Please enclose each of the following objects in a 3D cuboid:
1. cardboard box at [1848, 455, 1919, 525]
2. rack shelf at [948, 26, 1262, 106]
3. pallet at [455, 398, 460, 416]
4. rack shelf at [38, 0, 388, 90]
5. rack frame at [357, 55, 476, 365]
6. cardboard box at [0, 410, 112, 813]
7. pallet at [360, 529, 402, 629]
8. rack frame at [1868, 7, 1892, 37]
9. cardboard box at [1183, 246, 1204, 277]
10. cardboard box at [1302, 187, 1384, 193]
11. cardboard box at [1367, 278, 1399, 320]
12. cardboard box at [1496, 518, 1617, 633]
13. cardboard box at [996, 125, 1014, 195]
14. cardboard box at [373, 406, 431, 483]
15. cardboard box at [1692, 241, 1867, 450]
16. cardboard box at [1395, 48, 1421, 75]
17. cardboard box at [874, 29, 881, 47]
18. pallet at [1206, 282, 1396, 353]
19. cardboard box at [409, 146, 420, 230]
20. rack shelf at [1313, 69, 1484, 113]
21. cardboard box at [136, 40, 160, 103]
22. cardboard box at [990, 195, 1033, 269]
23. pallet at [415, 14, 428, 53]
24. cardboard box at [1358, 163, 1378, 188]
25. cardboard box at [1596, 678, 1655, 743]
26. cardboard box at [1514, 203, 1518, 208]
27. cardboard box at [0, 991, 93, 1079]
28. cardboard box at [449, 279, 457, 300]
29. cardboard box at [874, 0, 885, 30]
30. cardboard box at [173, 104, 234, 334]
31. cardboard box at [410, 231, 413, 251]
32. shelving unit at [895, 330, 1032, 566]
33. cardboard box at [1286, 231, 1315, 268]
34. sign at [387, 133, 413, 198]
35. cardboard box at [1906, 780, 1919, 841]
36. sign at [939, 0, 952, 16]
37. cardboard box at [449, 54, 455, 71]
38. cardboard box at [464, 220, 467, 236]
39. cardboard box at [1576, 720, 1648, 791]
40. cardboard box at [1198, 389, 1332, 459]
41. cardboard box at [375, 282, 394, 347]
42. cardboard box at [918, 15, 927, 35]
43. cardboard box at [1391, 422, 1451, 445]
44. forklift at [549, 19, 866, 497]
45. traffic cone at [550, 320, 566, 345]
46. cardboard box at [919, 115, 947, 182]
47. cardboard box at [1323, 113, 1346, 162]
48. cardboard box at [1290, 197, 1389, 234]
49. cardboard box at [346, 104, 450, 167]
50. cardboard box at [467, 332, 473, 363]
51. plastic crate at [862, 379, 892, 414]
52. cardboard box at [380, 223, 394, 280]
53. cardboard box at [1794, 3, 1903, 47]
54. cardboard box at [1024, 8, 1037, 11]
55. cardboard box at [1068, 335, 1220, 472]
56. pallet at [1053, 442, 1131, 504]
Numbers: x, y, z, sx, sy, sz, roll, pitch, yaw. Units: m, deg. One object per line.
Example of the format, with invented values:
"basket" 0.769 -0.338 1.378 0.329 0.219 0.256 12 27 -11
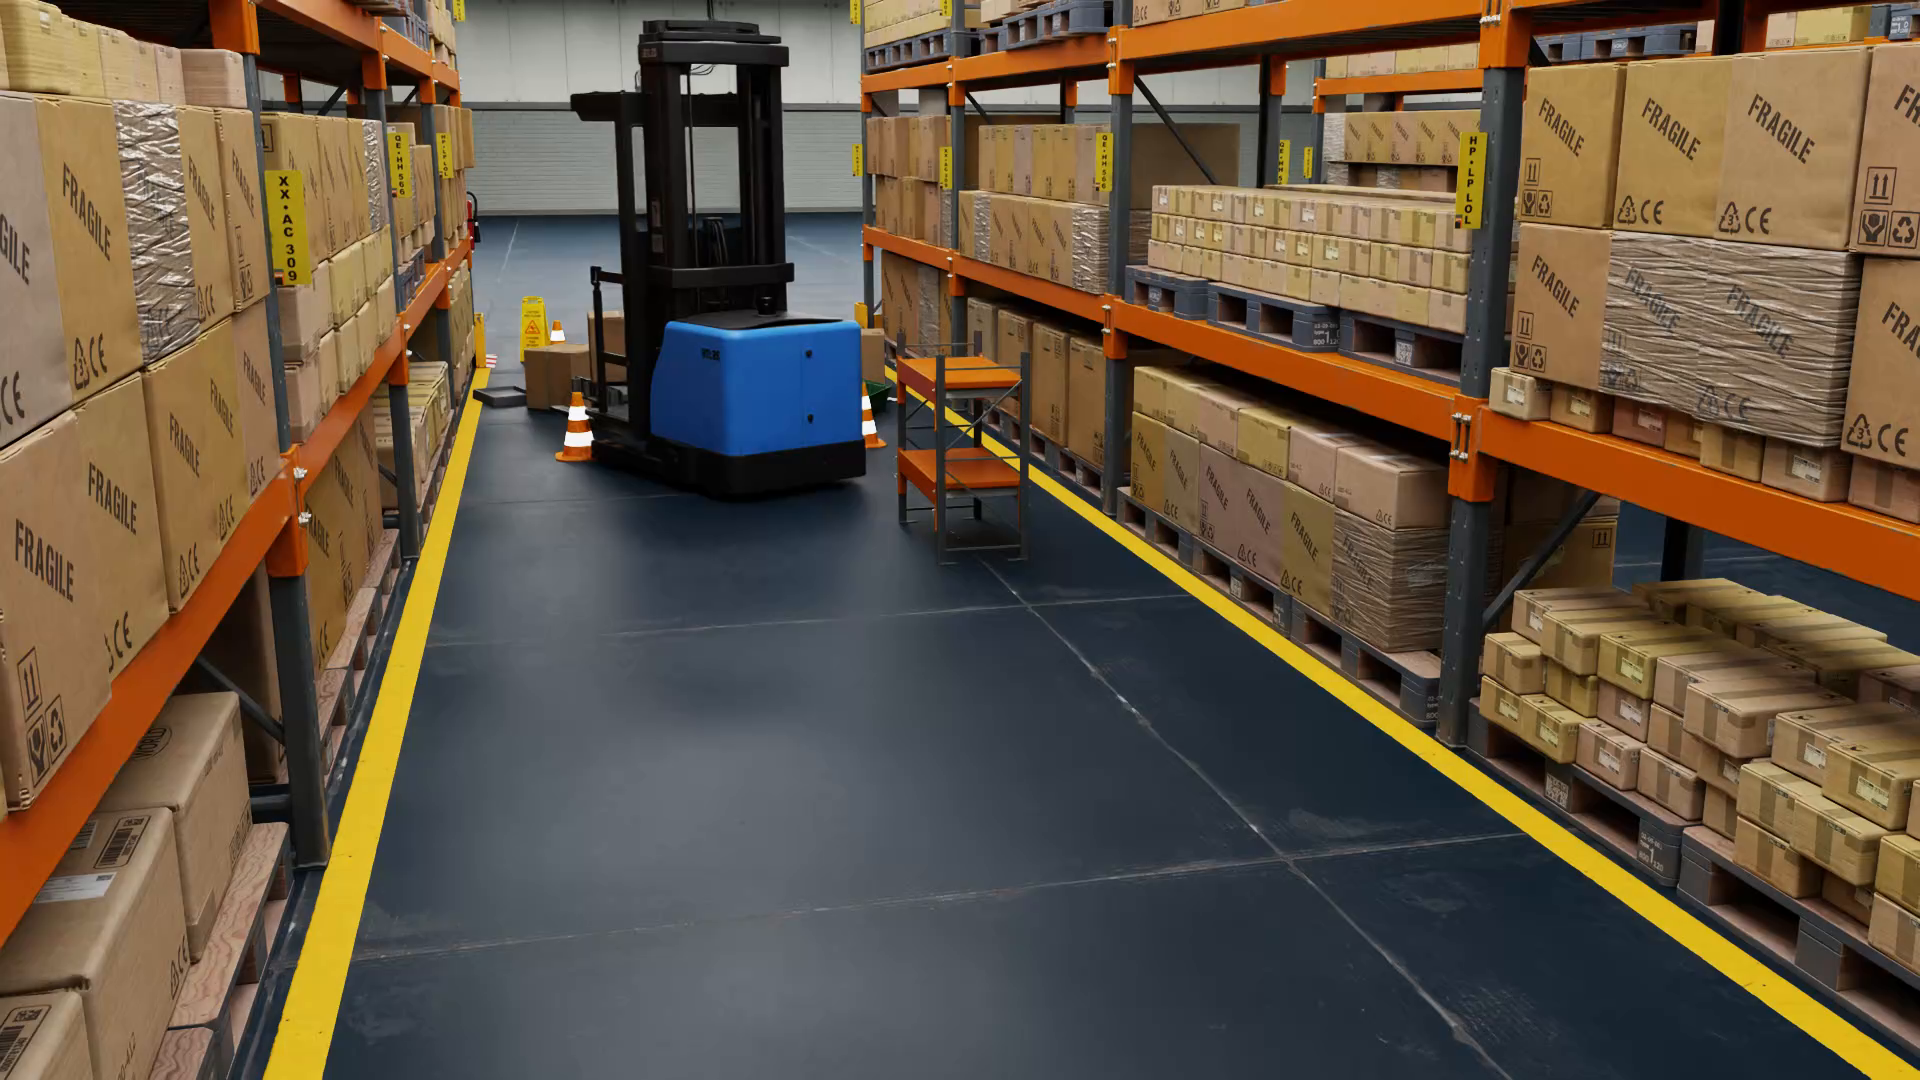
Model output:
"cardboard box" 2.518 -0.146 4.233 0.380 0.149 0.250 -3 14 -11
"rack shelf" 0.896 -3.204 11.415 1.077 0.370 4.000 -3 14 -13
"pallet" -4.554 -1.056 13.306 1.003 0.211 1.213 -3 14 -13
"rack shelf" -2.953 -1.982 6.413 1.077 0.370 4.000 -3 14 -13
"rack frame" -5.301 -3.181 16.126 1.000 3.000 0.127 -3 14 -13
"cardboard box" -1.625 0.101 2.481 0.500 0.500 0.500 -3 14 -14
"pallet" -3.310 0.205 8.142 1.003 0.211 1.213 -3 14 -13
"rack frame" 6.211 -1.888 10.833 1.000 3.000 0.127 -3 14 -13
"cardboard box" 1.401 -1.478 8.800 0.380 0.149 0.250 -3 14 -10
"cardboard box" 2.045 -1.799 8.863 0.380 0.149 0.250 -3 14 -11
"cardboard box" 1.901 -0.992 6.811 0.380 0.149 0.250 -3 14 -13
"cardboard box" 2.389 0.113 7.025 0.500 0.500 0.500 -3 14 -11
"cardboard box" 0.671 -2.859 12.491 0.700 0.500 0.500 -4 14 -14
"cardboard box" -3.726 -0.563 10.065 0.950 0.372 0.625 -4 14 -14
"cardboard box" 2.383 -0.545 4.498 0.500 0.500 0.500 -4 14 -14
"cardboard box" 4.560 -4.639 16.091 0.500 0.250 0.500 -3 14 -12
"cardboard box" -0.625 -4.854 16.089 0.380 0.149 0.250 -3 14 -13
"pallet" 1.870 -1.087 7.960 1.003 0.211 1.213 -3 14 -13
"cardboard box" -3.673 -2.207 10.417 0.500 0.500 0.500 -4 14 -15
"rack shelf" 4.801 -4.379 16.228 1.077 0.370 4.000 -3 14 -13
"cardboard box" -2.096 -1.084 3.858 0.380 0.149 0.250 -3 14 -13
"cardboard box" 0.522 -2.238 12.055 0.500 0.500 0.500 -3 14 -13
"pallet" -4.320 -3.476 11.408 1.213 0.211 1.003 -3 14 -13
"cardboard box" 4.668 -3.689 17.370 0.875 0.500 0.500 -3 14 -13
"cardboard box" 2.318 0.534 5.418 0.380 0.149 0.250 -3 14 -14
"cardboard box" 2.531 -1.322 6.911 0.380 0.149 0.250 -3 14 -13
"cardboard box" -2.019 1.194 2.735 0.875 0.438 0.875 -3 14 -12
"cardboard box" -4.209 -1.989 13.210 0.380 0.149 0.250 -3 14 -12
"cardboard box" -0.529 -5.019 15.922 0.500 0.250 0.500 -3 14 -14
"cardboard box" -1.992 -0.736 3.801 0.500 0.500 0.500 -3 14 -14
"cardboard box" -3.650 -1.878 10.439 0.380 0.149 0.250 -3 14 -11
"shelving unit" 0.002 -0.545 9.287 0.538 1.125 1.048 -3 14 -13
"cardboard box" 1.706 -1.323 7.539 0.380 0.149 0.250 -3 14 -13
"sign" -2.884 -1.929 8.565 0.100 0.325 0.005 -3 14 -13
"cardboard box" 2.616 0.692 4.143 0.380 0.149 0.250 -4 14 -15
"sign" -0.113 -4.273 13.019 0.100 0.325 0.005 -3 14 -13
"cardboard box" -4.855 -4.394 15.300 0.380 0.149 0.250 -3 14 -13
"cardboard box" -4.838 -2.932 15.638 0.380 0.149 0.250 -3 14 -14
"cardboard box" 2.250 0.687 5.417 0.380 0.149 0.250 -3 14 -13
"cardboard box" 1.515 -0.584 8.299 0.500 0.250 0.500 -3 14 -13
"cardboard box" -2.916 -1.043 7.693 0.500 0.250 0.500 -3 14 -12
"cardboard box" -0.152 -4.388 14.180 0.380 0.149 0.250 -3 14 -13
"cardboard box" 2.261 -0.374 7.438 0.500 0.250 0.500 -3 14 -12
"forklift" -1.922 -1.985 11.375 1.130 2.935 3.031 -11 17 -37
"traffic cone" -3.946 -1.921 16.316 0.336 0.463 0.334 -3 14 -13
"cardboard box" 0.131 -3.362 14.277 0.875 0.550 0.550 -3 14 -13
"cardboard box" 4.196 -4.270 17.640 0.500 0.500 0.500 -3 14 -13
"cardboard box" 1.716 -1.465 7.495 0.380 0.149 0.250 -4 14 -16
"cardboard box" -4.254 -3.050 12.648 0.700 0.500 0.500 -3 14 -14
"cardboard box" -4.736 -1.758 15.210 0.500 0.250 0.500 -3 14 -13
"plastic crate" -0.888 -1.186 13.766 0.450 0.188 0.662 14 17 13
"cardboard box" -3.062 -1.408 8.131 0.500 0.250 0.500 -3 14 -13
"cardboard box" 5.861 -3.368 10.888 0.500 0.250 0.500 -3 14 -13
"cardboard box" 0.660 -3.758 11.357 0.396 0.266 0.258 -3 14 -13
"cardboard box" 1.310 -0.891 10.610 1.050 0.750 0.750 -3 14 -14
"pallet" 1.254 -0.466 10.890 1.003 0.211 1.213 -3 14 -13
